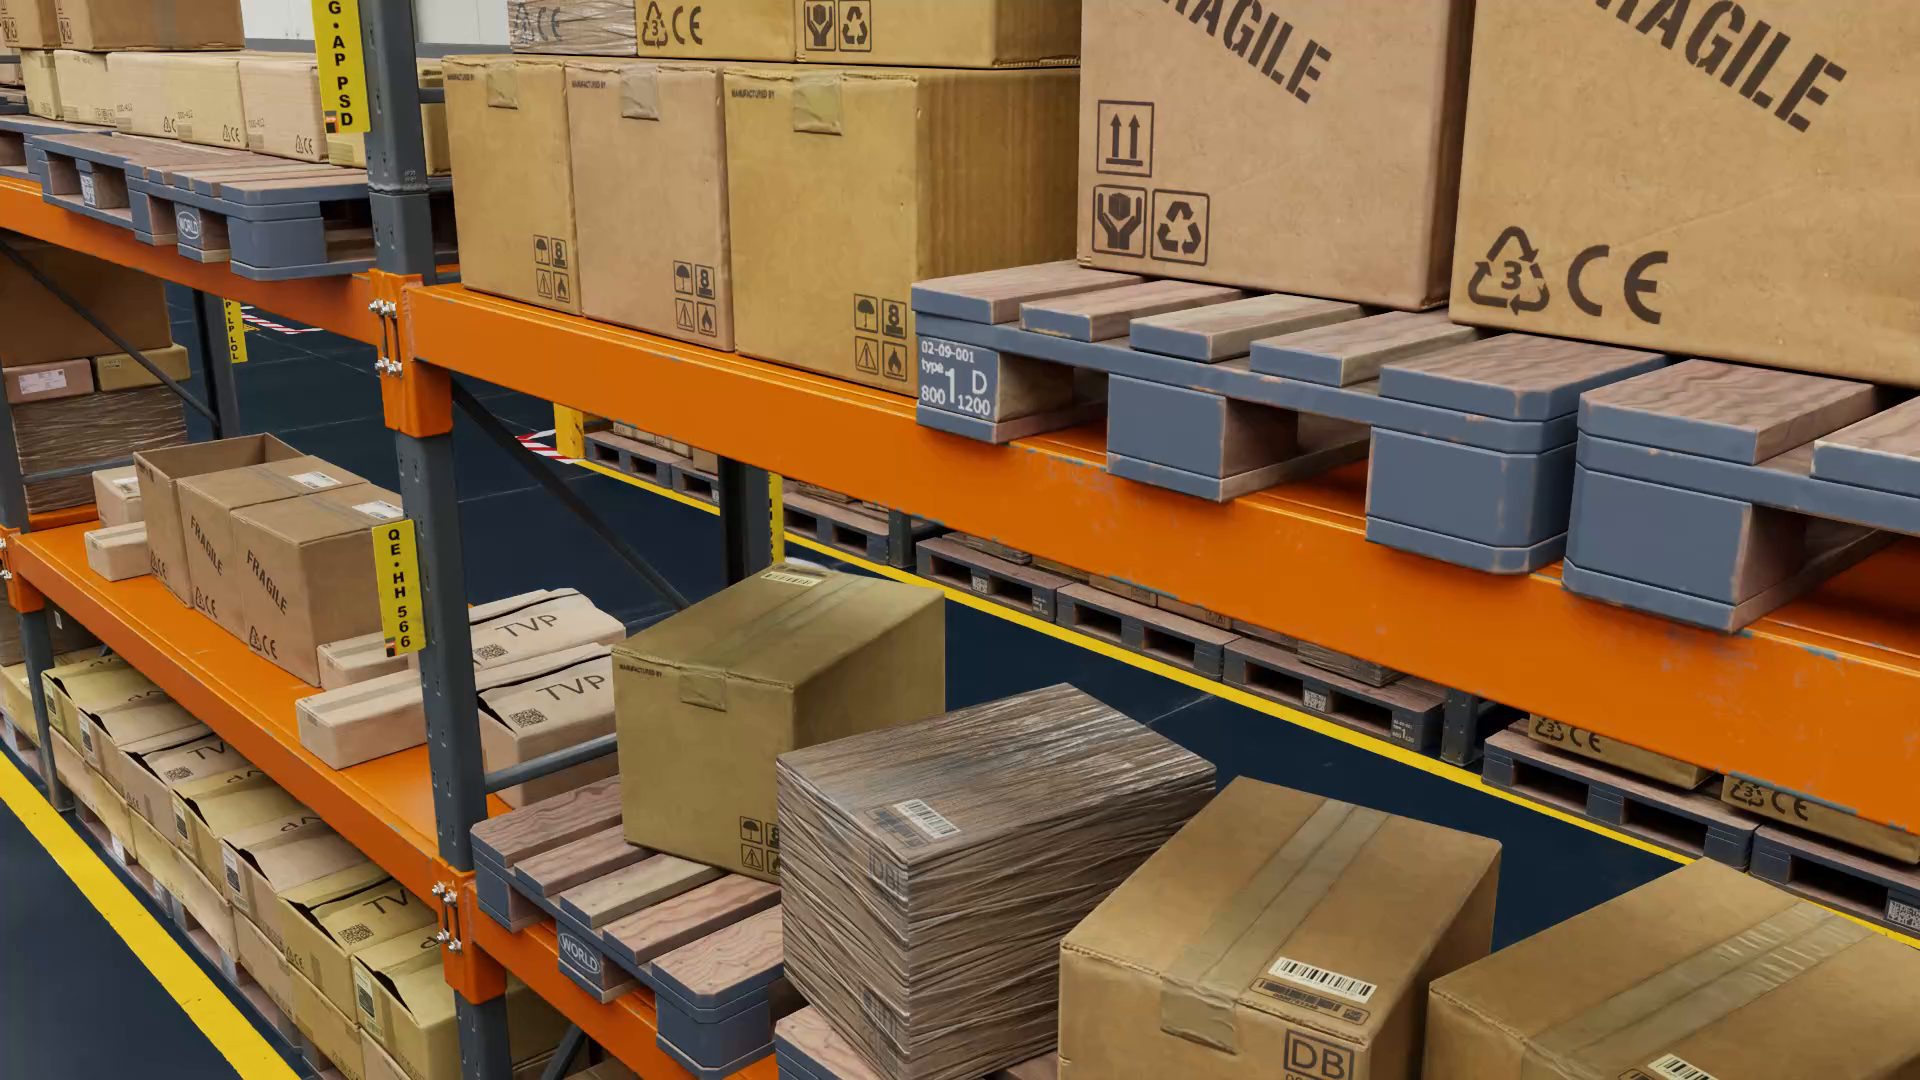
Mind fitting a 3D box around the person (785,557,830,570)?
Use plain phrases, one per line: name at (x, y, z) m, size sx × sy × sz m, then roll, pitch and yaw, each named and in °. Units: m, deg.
person at (-0.717, 0.497, 7.893) m, size 0.754 × 1.061 × 0.461 m, roll -16°, pitch 24°, yaw -41°
